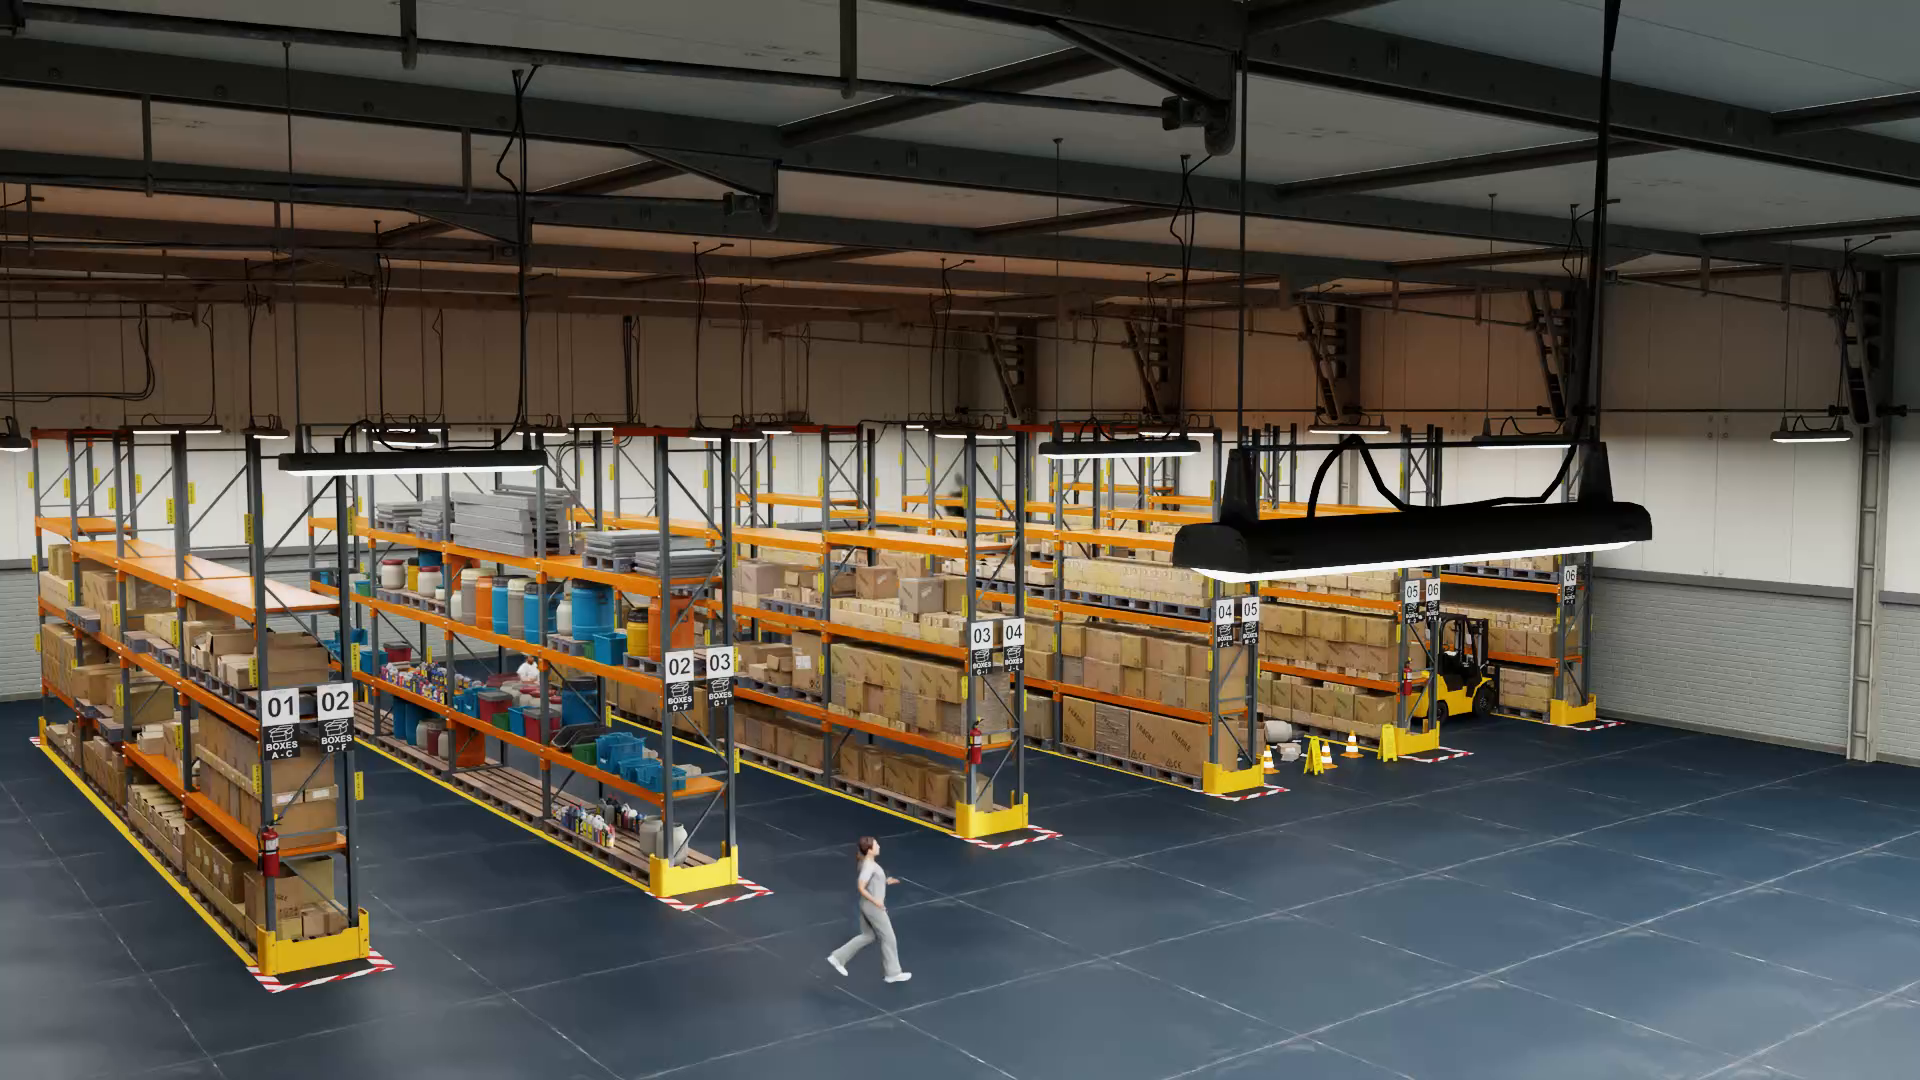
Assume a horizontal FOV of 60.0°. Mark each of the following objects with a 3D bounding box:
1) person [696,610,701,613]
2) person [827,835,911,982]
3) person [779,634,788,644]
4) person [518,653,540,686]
[{"bbox_3d":[-6.201,2.460,39.219,0.616,1.626,0.663,-1,5,-6],"label":"person"},{"bbox_3d":[-0.989,4.056,18.265,0.929,1.645,0.574,-1,5,-16],"label":"person"},{"bbox_3d":[-4.323,1.937,41.740,0.874,1.714,0.640,2,5,22],"label":"person"},{"bbox_3d":[-8.292,2.984,32.265,0.644,1.688,0.585,4,6,43],"label":"person"}]
